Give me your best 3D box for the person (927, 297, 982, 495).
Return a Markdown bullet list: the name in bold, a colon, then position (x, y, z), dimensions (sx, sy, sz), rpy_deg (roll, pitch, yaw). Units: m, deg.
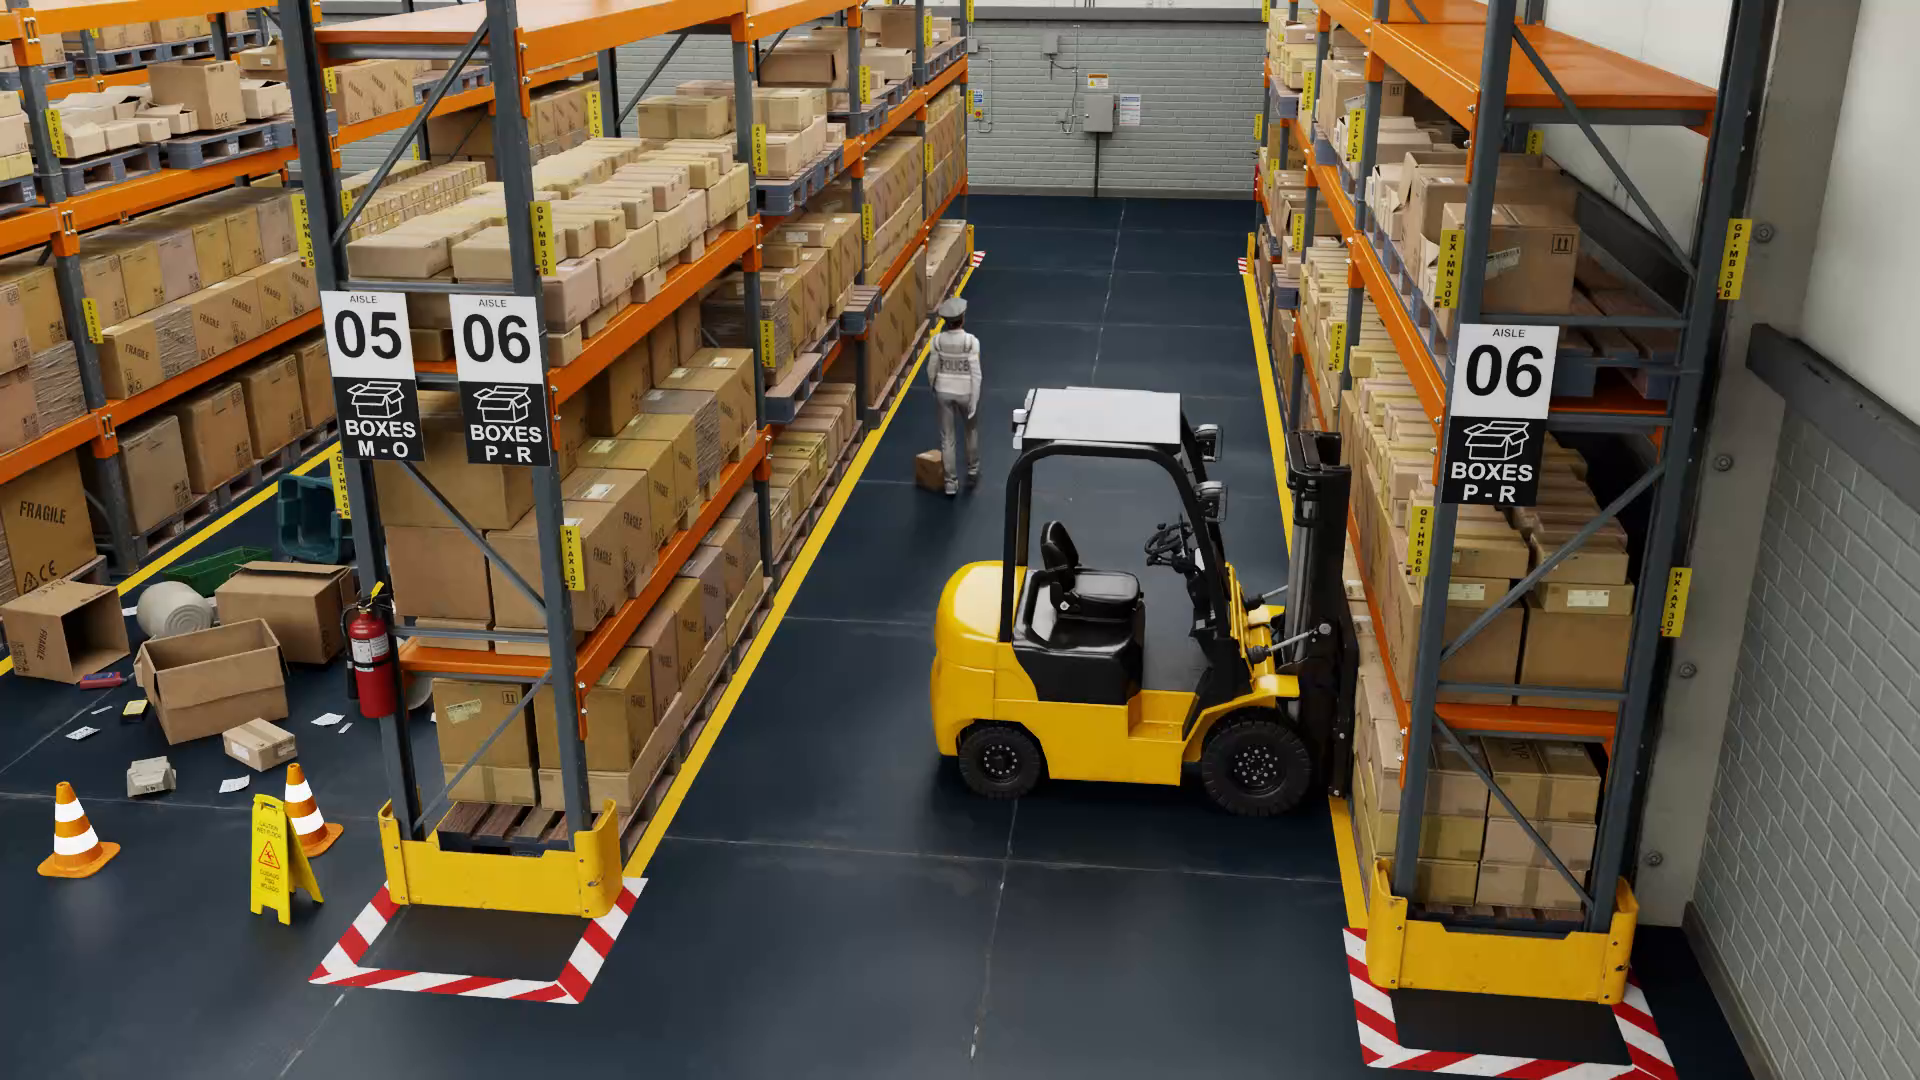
- **person**: position (-0.037, -1.249, 14.265), dimensions (0.486, 1.721, 0.749), rpy_deg (2, 21, 6)
